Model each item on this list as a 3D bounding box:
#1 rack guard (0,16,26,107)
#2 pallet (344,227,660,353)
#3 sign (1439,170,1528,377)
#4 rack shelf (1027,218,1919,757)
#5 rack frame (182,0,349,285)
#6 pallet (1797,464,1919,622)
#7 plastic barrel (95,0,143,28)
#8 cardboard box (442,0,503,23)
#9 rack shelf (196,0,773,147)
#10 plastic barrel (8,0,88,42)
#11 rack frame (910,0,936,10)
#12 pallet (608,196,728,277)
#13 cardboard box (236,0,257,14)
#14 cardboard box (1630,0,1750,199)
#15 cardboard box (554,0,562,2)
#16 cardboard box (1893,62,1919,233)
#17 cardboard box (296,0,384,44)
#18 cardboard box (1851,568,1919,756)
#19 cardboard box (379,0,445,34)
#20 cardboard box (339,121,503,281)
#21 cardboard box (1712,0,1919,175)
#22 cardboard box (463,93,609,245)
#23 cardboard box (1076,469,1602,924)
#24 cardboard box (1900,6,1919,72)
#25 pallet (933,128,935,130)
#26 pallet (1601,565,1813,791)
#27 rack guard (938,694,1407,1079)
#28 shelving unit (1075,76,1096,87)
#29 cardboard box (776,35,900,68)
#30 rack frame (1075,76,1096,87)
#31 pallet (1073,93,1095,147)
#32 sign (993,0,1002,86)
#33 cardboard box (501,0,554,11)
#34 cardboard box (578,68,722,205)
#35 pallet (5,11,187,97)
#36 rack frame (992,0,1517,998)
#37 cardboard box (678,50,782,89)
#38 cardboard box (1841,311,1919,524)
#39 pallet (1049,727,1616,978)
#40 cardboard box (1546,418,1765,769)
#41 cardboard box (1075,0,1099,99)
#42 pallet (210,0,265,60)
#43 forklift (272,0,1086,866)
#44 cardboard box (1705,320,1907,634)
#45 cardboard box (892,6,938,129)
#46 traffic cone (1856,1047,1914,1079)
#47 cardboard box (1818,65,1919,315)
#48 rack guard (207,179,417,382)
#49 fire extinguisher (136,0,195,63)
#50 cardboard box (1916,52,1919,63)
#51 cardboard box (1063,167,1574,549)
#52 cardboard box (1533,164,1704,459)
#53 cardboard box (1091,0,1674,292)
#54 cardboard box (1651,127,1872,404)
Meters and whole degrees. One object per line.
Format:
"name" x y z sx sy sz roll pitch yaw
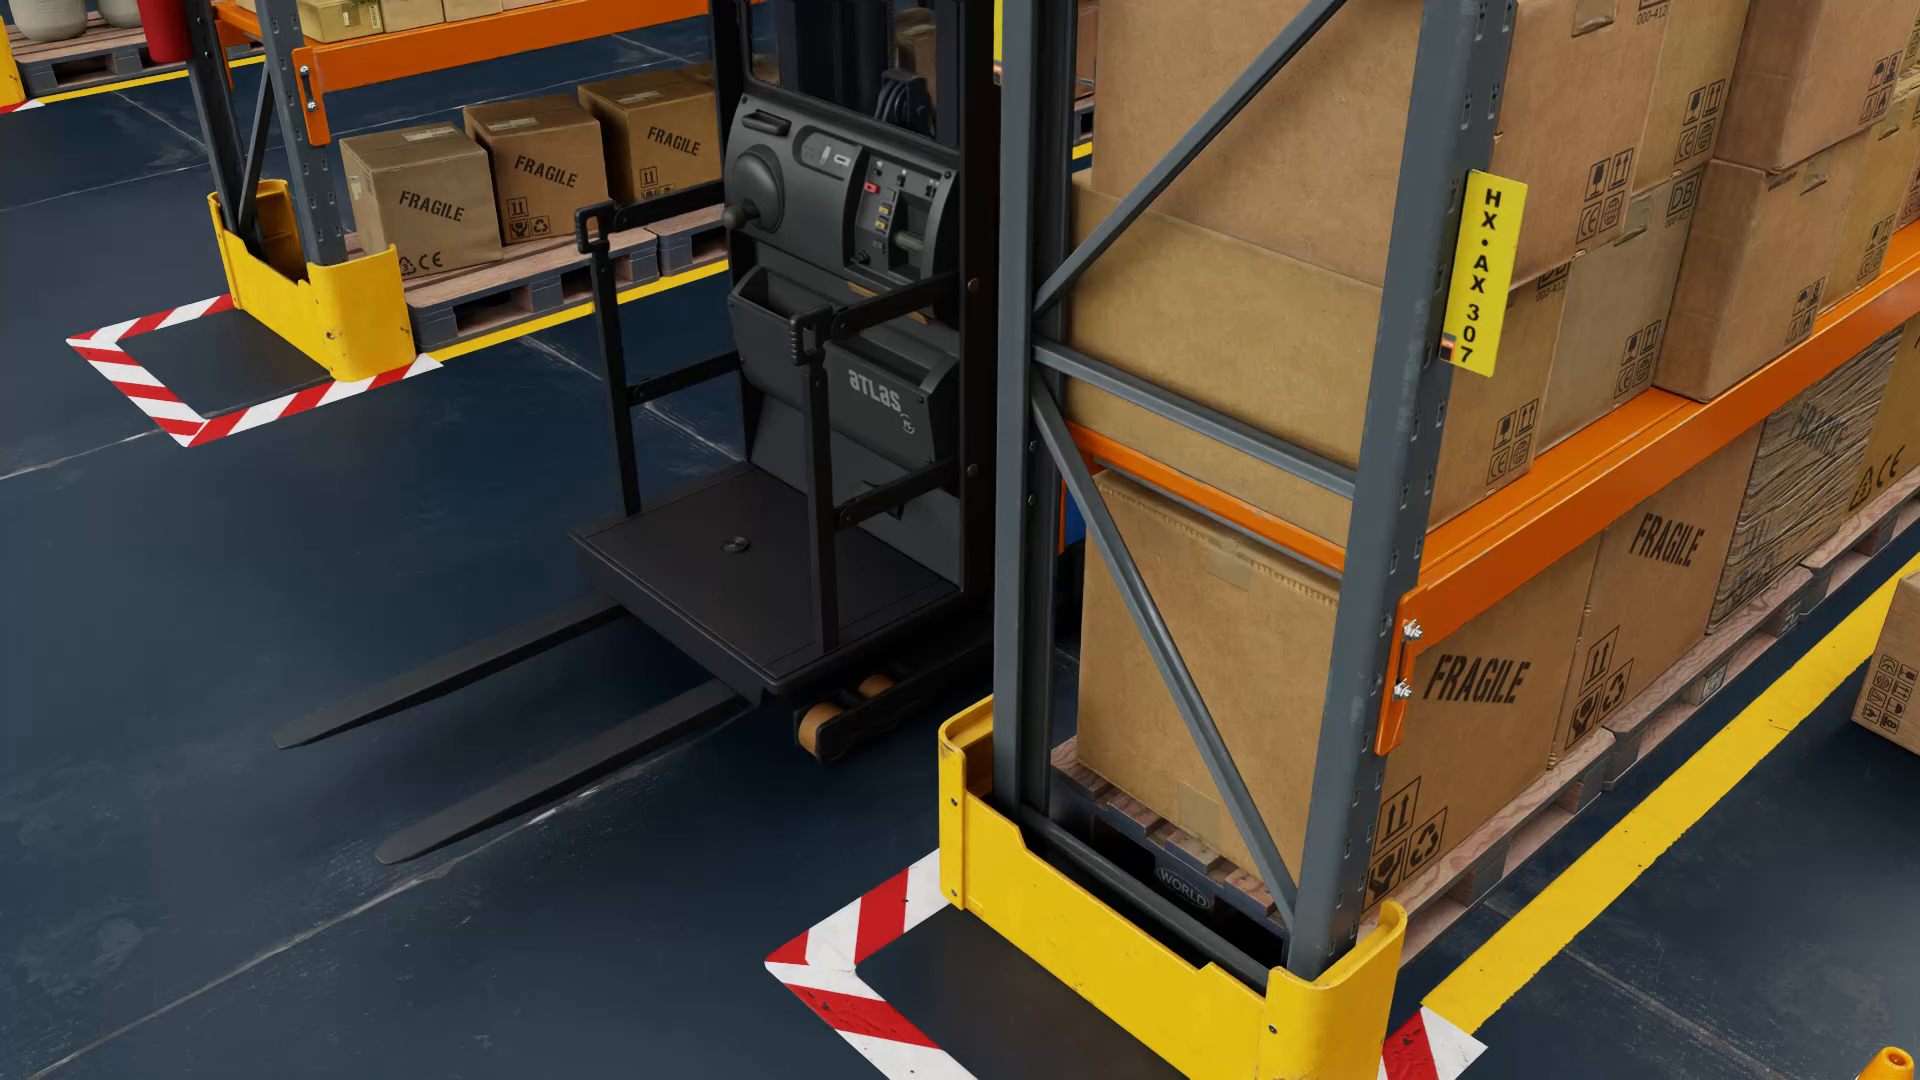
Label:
"rack guard" -6.180 -3.041 10.244 0.348 0.500 1.175 -26 40 -35
"pallet" -2.161 -1.280 7.641 1.213 0.211 1.003 -26 40 -35
"sign" 0.835 -0.423 2.661 0.005 0.325 0.100 -26 40 -35
"rack shelf" 1.929 -0.637 4.606 4.000 0.370 1.077 -26 40 -35
"rack frame" -2.836 -2.168 6.420 0.127 3.000 1.000 -26 40 -35
"pallet" 2.784 -0.224 5.914 1.213 0.211 1.003 -26 40 -35
"plastic barrel" -5.406 -3.621 10.779 0.421 0.512 0.421 0 31 0
"cardboard box" -2.075 -2.235 6.771 0.250 0.149 0.380 -26 40 -35
"rack shelf" -1.370 -2.571 7.768 4.000 0.370 1.077 -26 40 -35
"plastic barrel" -5.773 -3.443 10.488 0.421 0.512 0.421 0 31 0
"rack frame" 0.097 -3.587 8.740 0.127 3.000 1.000 -26 40 -35
"pallet" -1.267 -1.711 8.345 1.213 0.211 1.003 -26 40 -35
"cardboard box" -2.768 -2.241 6.780 0.250 0.149 0.380 -26 40 -35
"cardboard box" 1.101 -1.107 3.506 0.550 0.550 0.875 -26 40 -35
"cardboard box" -1.718 -2.418 7.069 0.250 0.149 0.380 -26 40 -35
"cardboard box" 2.269 -1.232 4.746 0.550 0.550 0.875 -26 40 -35
"cardboard box" -2.465 -2.071 6.502 0.250 0.149 0.380 -26 40 -35
"cardboard box" 2.955 0.355 4.688 0.500 0.500 0.500 -19 36 -28
"cardboard box" -2.269 -2.152 6.635 0.250 0.149 0.380 -26 40 -35
"cardboard box" -2.367 -1.496 7.315 0.500 0.500 0.500 -18 36 -27
"cardboard box" 1.604 -1.253 3.745 0.550 0.550 0.875 -26 40 -35
"cardboard box" -1.952 -1.721 7.683 0.500 0.500 0.500 -15 35 -23
"cardboard box" 0.914 0.227 4.138 0.875 0.875 0.875 -26 40 -35
"cardboard box" 1.904 -1.491 4.134 0.500 0.550 0.875 -26 40 -35
"pallet" -0.372 -2.145 9.056 1.213 0.211 1.003 -26 40 -35
"pallet" 1.889 0.211 5.203 1.213 0.211 1.003 -26 40 -35
"rack guard" 0.444 0.840 3.897 0.348 0.500 1.175 -26 40 -35
"shelving unit" 0.659 -1.244 6.346 0.587 1.500 1.083 25 40 35
"cardboard box" -0.639 -2.367 8.739 0.500 0.500 0.500 -13 34 -21
"rack frame" 0.312 -1.044 6.019 0.500 1.500 0.032 25 40 35
"pallet" 0.667 -2.674 9.920 1.213 0.211 1.003 -26 40 -35
"sign" 0.103 -1.042 3.242 0.005 0.325 0.100 -26 40 -35
"cardboard box" -1.906 -2.332 6.929 0.250 0.149 0.380 -26 40 -35
"cardboard box" -1.480 -1.936 8.034 0.500 0.500 0.500 -22 38 -31
"pallet" -5.581 -3.204 10.788 1.213 0.211 1.003 -26 40 -35
"rack frame" 0.462 -0.235 3.259 0.127 3.000 1.000 -26 40 -35
"cardboard box" -1.040 -2.117 8.330 0.500 0.500 0.500 25 39 35
"cardboard box" 2.886 -0.730 5.703 0.875 0.875 0.875 -25 39 -35
"pallet" 0.995 0.641 4.499 1.213 0.211 1.003 -26 40 -35
"cardboard box" 1.558 -0.086 4.650 0.875 0.875 0.875 -27 40 -36
"cardboard box" 0.562 -2.918 9.621 0.700 0.500 0.500 26 40 35
"pallet" -4.687 -3.635 11.492 1.213 0.211 1.003 -26 40 -35
"forklift" -0.501 -0.932 4.464 3.031 2.935 1.130 -25 40 -35
"cardboard box" 2.228 -0.409 5.177 0.875 0.875 0.875 -25 40 -35
"cardboard box" -0.224 -2.573 9.076 0.500 0.500 0.500 -27 41 -37
"traffic cone" 1.817 1.202 3.340 0.334 0.463 0.336 -26 40 -35
"cardboard box" 1.948 -1.006 4.375 0.500 0.550 0.875 -26 40 -35
"rack guard" -2.781 -1.129 7.116 0.348 0.500 1.175 -26 40 -35
"fire extinguisher" -3.234 -2.271 6.662 0.183 0.674 0.296 -26 40 -35
"cardboard box" 2.287 -1.682 4.447 0.550 0.550 0.875 -26 40 -35
"cardboard box" 0.703 -0.448 3.463 0.550 0.550 0.875 -26 40 -35
"cardboard box" 1.092 -0.651 3.796 0.550 0.550 0.875 -26 40 -35
"cardboard box" 0.760 -0.876 3.129 0.550 0.550 0.875 -26 40 -35
"cardboard box" 1.588 -0.802 4.042 0.550 0.550 0.875 -26 40 -35
